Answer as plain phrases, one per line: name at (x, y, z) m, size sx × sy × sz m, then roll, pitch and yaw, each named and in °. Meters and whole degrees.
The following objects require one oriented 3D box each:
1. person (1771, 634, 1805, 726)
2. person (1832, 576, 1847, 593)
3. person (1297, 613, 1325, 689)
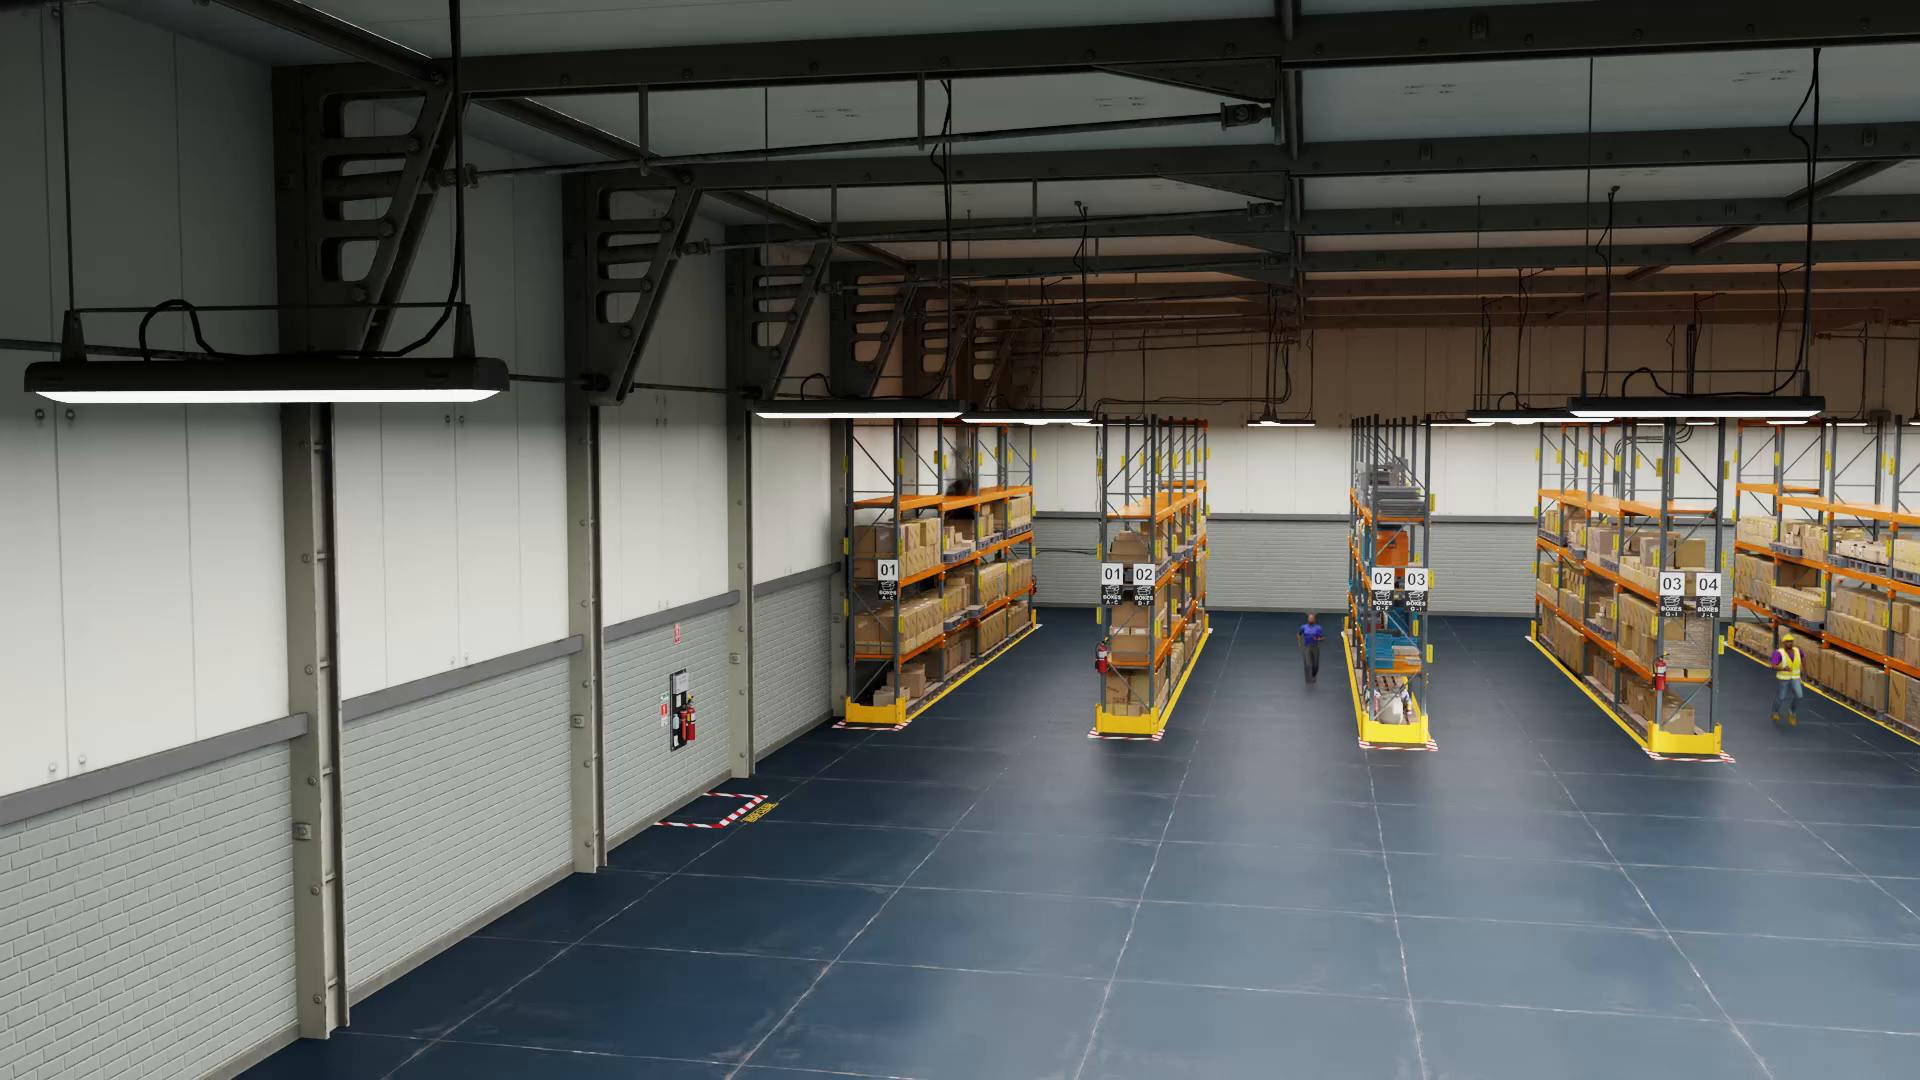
person at (16.028, 2.699, 32.148) m, size 0.715 × 1.765 × 0.866 m, roll 0°, pitch 4°, yaw 7°
person at (23.713, 1.858, 44.751) m, size 1.044 × 1.791 × 0.718 m, roll 1°, pitch 4°, yaw 13°
person at (7.762, 2.437, 36.782) m, size 0.583 × 1.633 × 0.894 m, roll 1°, pitch 4°, yaw 9°
